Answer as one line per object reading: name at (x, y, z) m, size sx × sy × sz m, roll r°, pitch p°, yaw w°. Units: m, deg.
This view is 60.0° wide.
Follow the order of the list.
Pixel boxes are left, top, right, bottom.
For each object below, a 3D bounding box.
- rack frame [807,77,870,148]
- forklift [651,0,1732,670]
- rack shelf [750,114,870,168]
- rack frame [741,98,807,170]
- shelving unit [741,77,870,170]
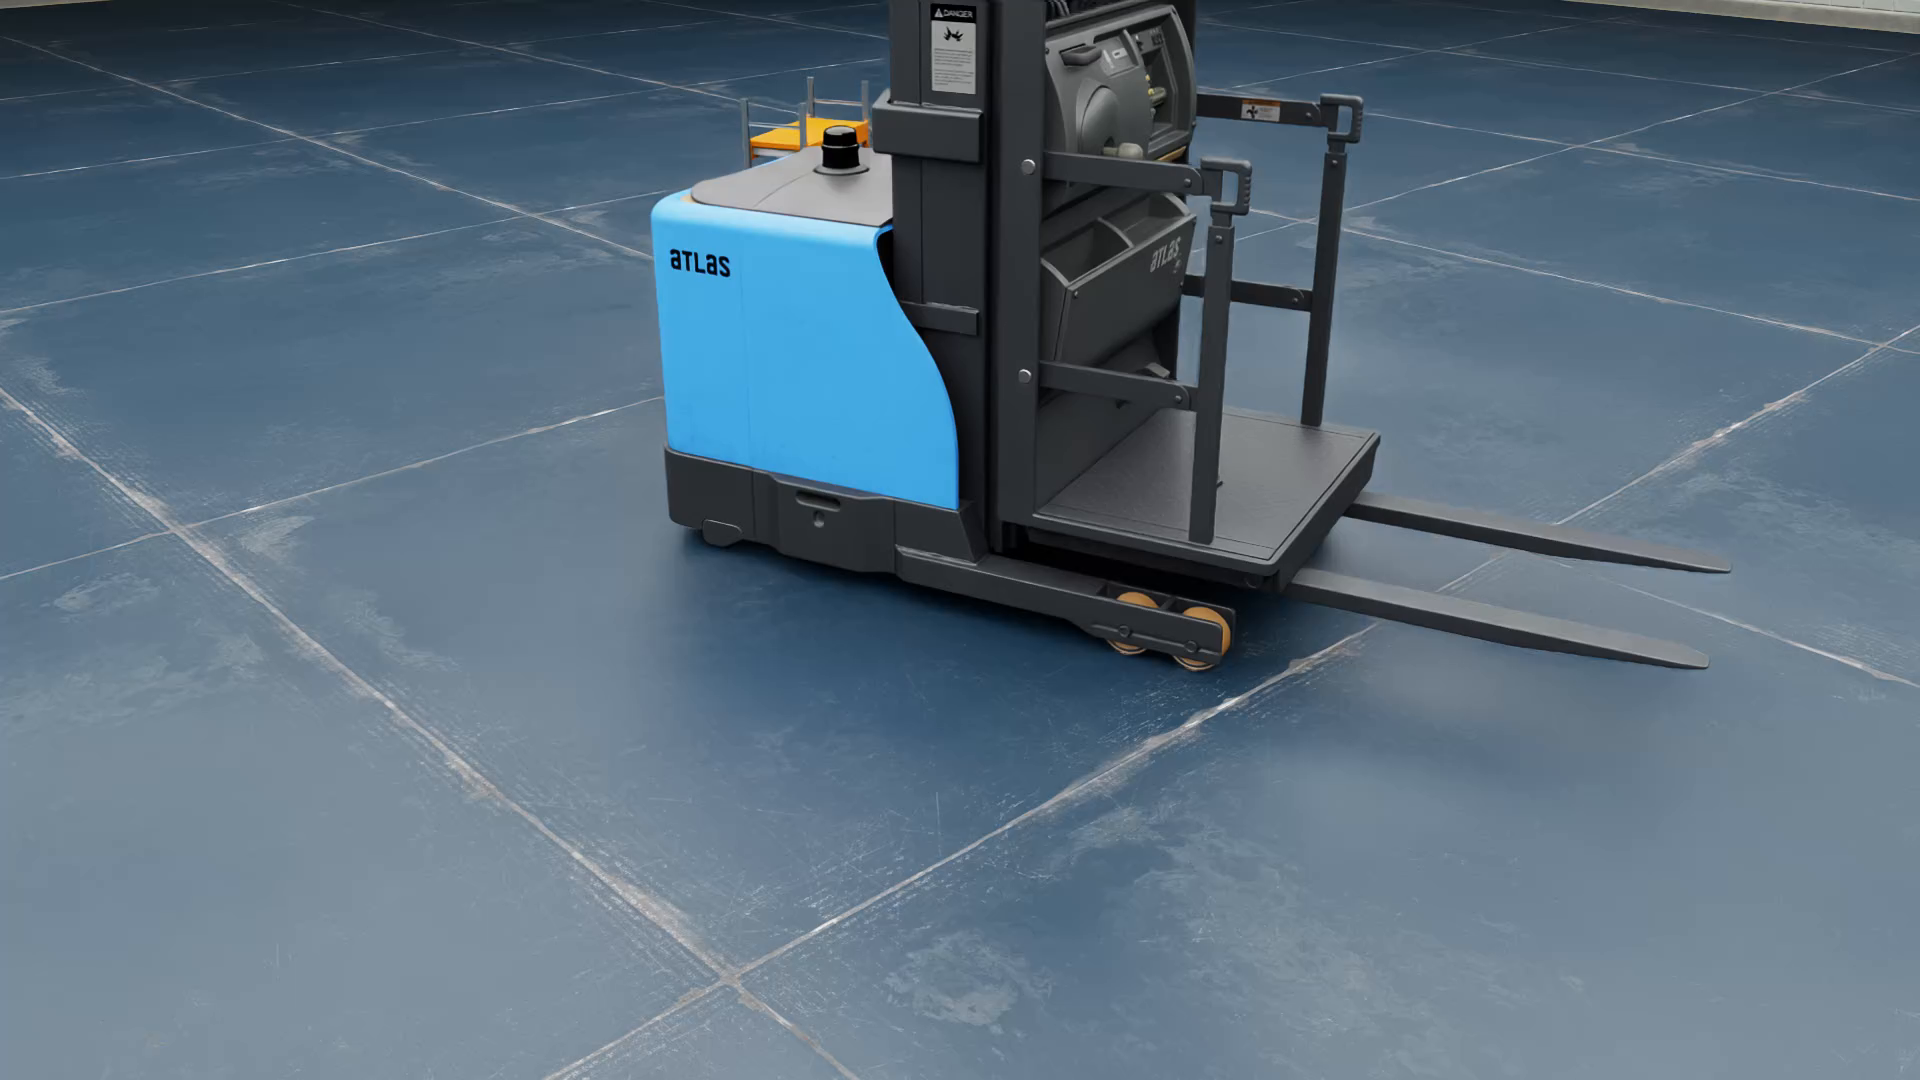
rack frame at (-0.443, -1.121, 6.261) m, size 0.240 × 1.200 × 0.015 m, roll 10°, pitch 26°, yaw 20°
forklift at (0.627, -1.235, 4.425) m, size 3.031 × 2.935 × 1.130 m, roll 12°, pitch 27°, yaw 25°
rack shelf at (-0.536, -1.385, 5.893) m, size 0.258 × 0.148 × 0.480 m, roll 10°, pitch 26°, yaw 20°
rack frame at (-0.630, -0.934, 5.851) m, size 0.240 × 1.200 × 0.015 m, roll 10°, pitch 26°, yaw 20°
shelving unit at (-0.536, -1.027, 6.056) m, size 0.258 × 1.200 × 0.503 m, roll 10°, pitch 26°, yaw 20°
